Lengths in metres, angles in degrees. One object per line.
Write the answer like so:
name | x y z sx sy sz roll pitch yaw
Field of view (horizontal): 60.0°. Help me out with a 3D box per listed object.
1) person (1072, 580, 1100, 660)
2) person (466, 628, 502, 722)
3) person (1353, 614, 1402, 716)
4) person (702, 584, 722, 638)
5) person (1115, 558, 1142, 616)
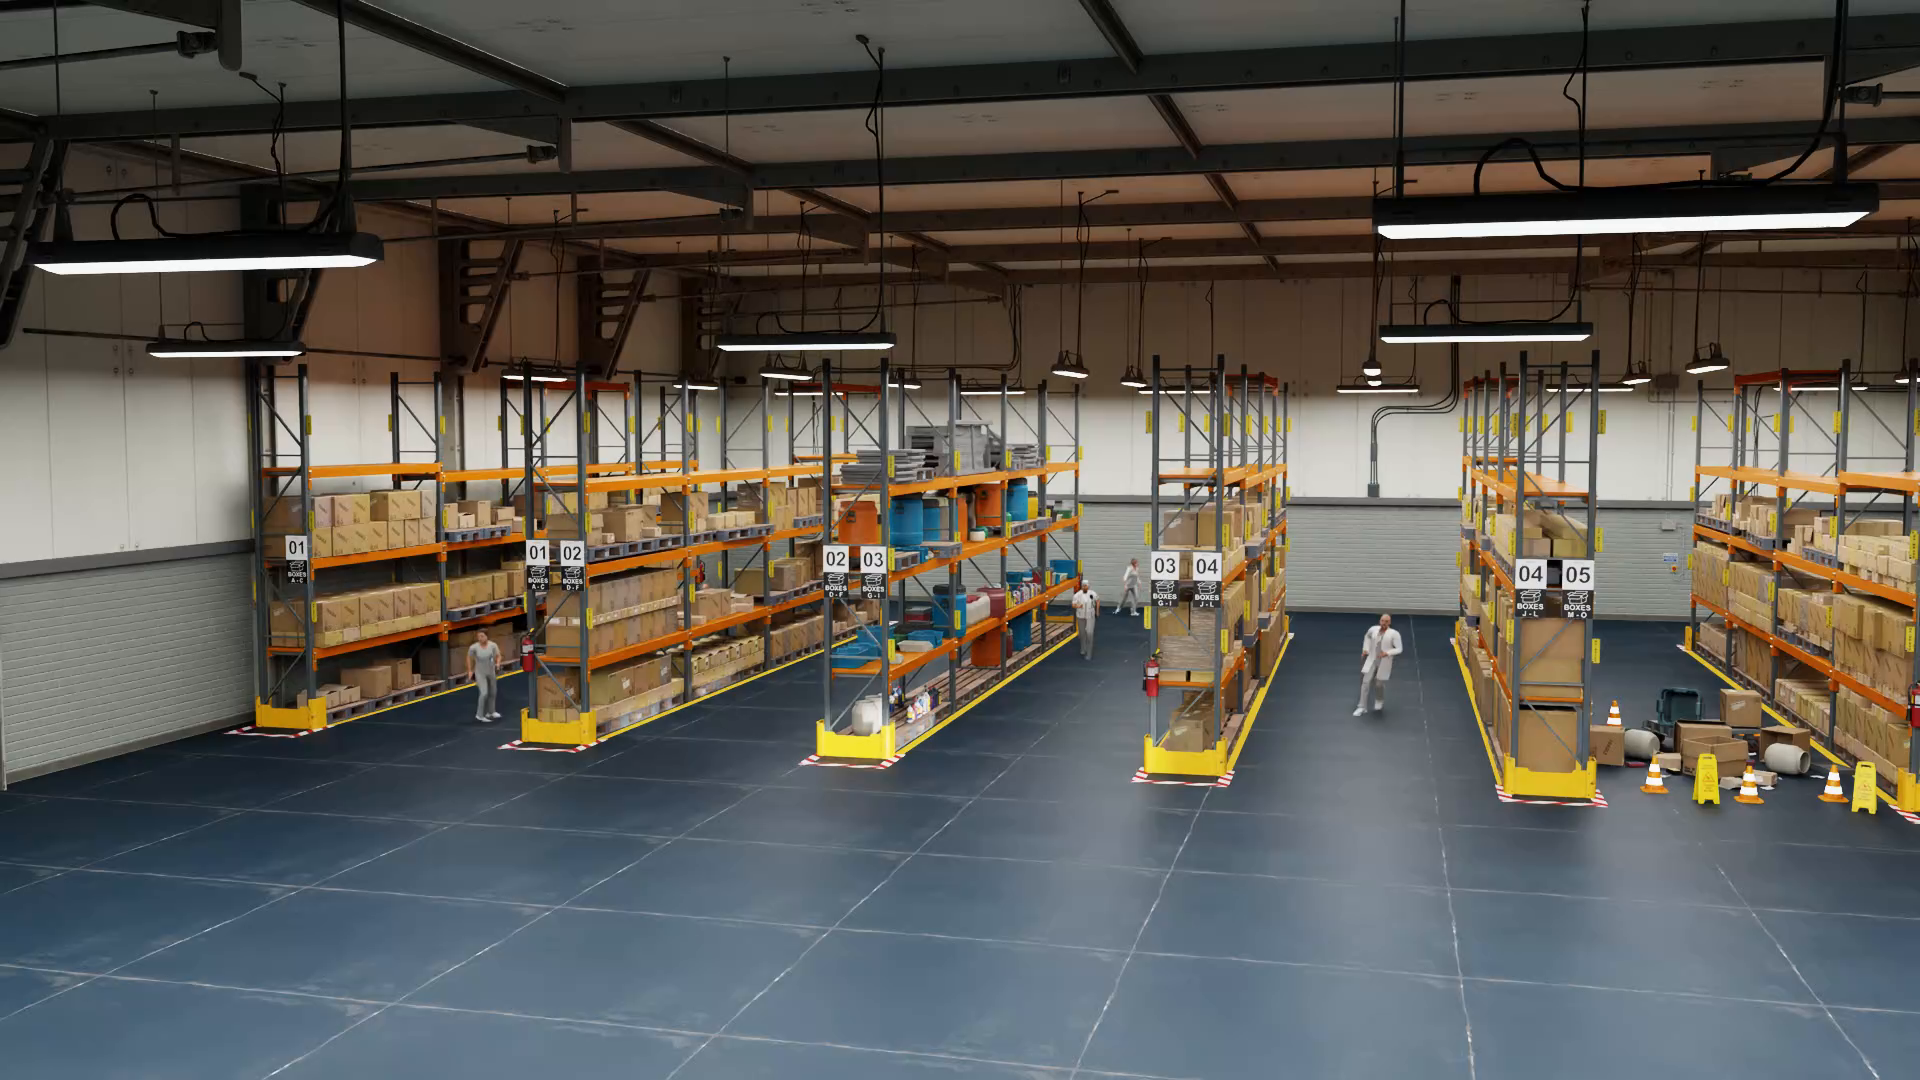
person | 2.702 1.706 35.773 0.580 1.723 0.841 1 4 9
person | -8.016 2.287 28.180 0.575 1.627 0.782 -3 5 -41
person | 7.277 2.186 28.693 0.726 1.634 1.022 2 4 29
person | -5.417 1.715 36.305 0.644 1.565 0.870 0 4 -2
person | 4.442 1.221 43.806 0.609 1.522 0.753 -3 5 -35
